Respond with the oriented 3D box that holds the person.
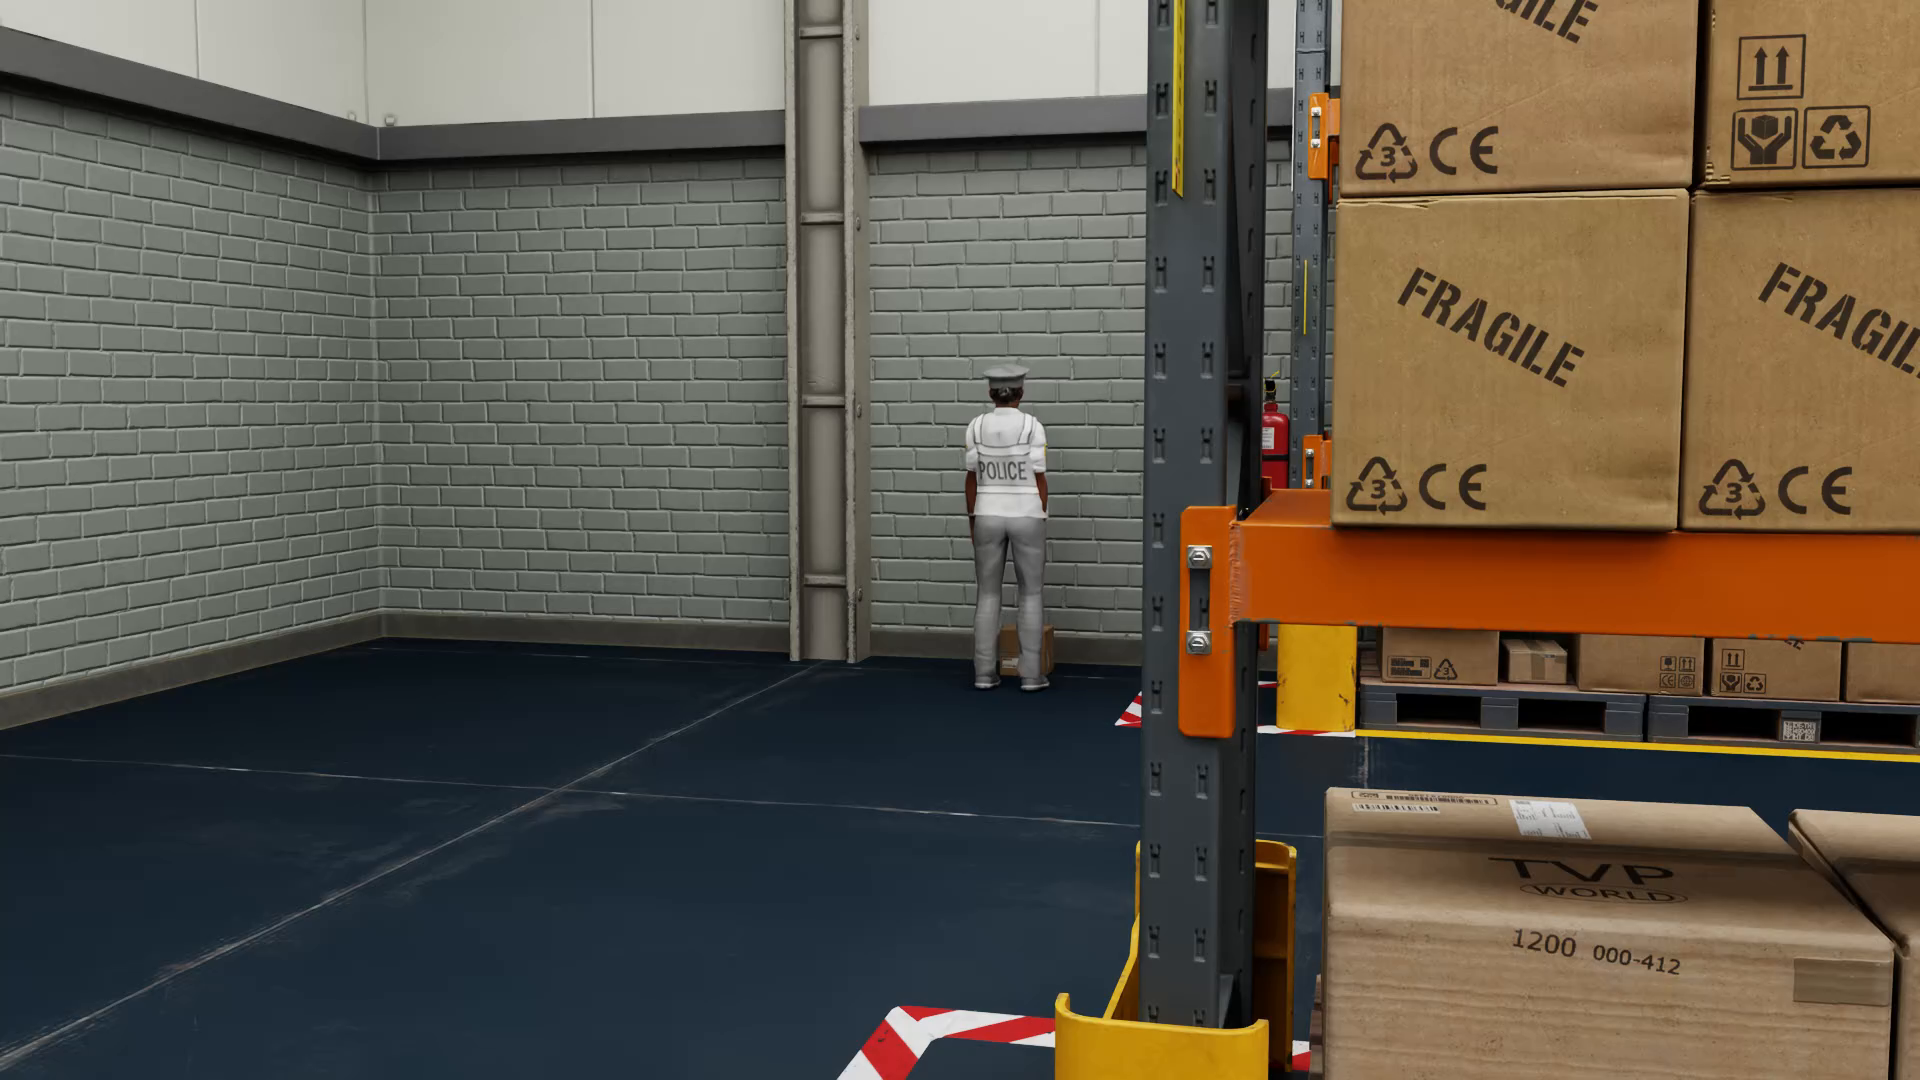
[{"bbox_3d":[0.242,-0.067,8.537,0.437,1.669,0.341,1,5,15],"label":"person"}]
